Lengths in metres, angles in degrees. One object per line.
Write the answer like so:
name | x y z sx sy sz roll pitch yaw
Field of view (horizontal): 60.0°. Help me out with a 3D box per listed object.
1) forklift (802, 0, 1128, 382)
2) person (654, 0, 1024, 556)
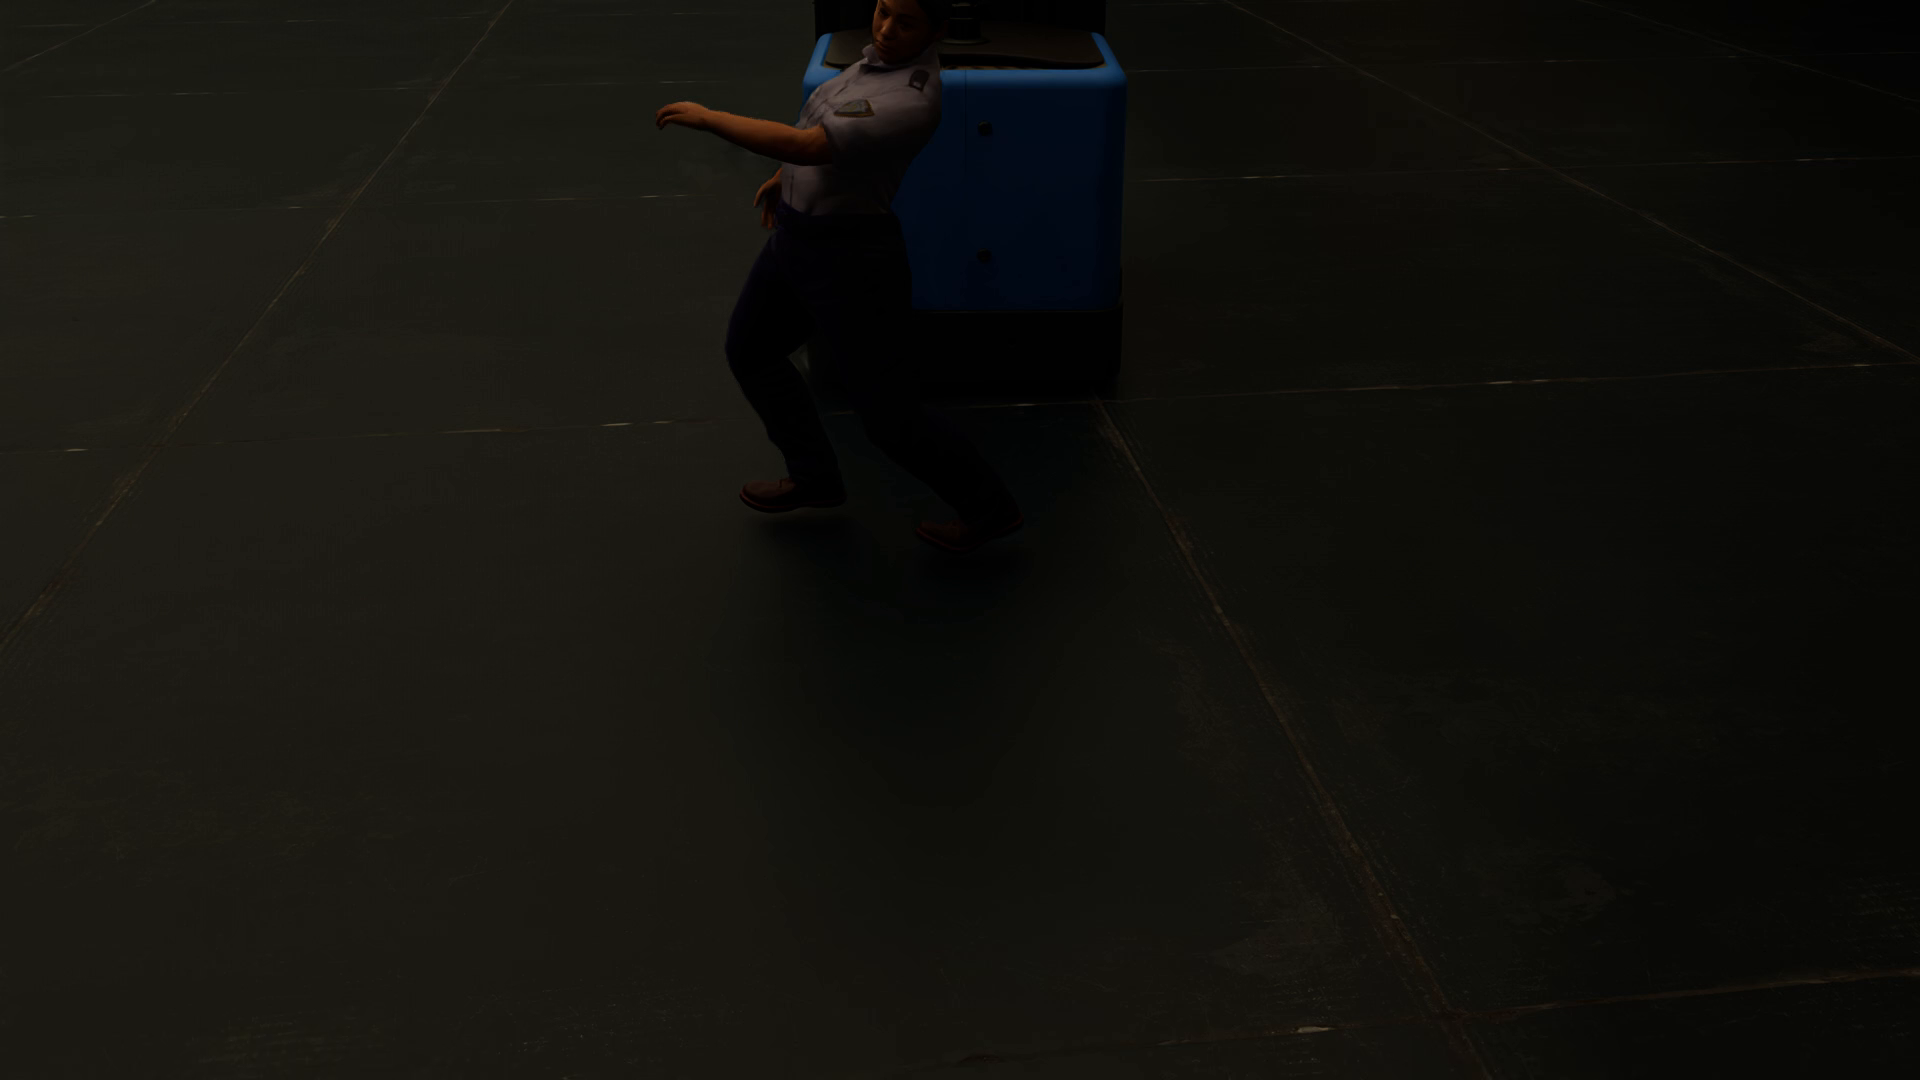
forklift | -0.004 -2.441 6.295 1.130 2.935 3.031 0 26 -1
person | -0.357 -0.723 4.284 0.817 1.502 0.799 -12 28 -24
